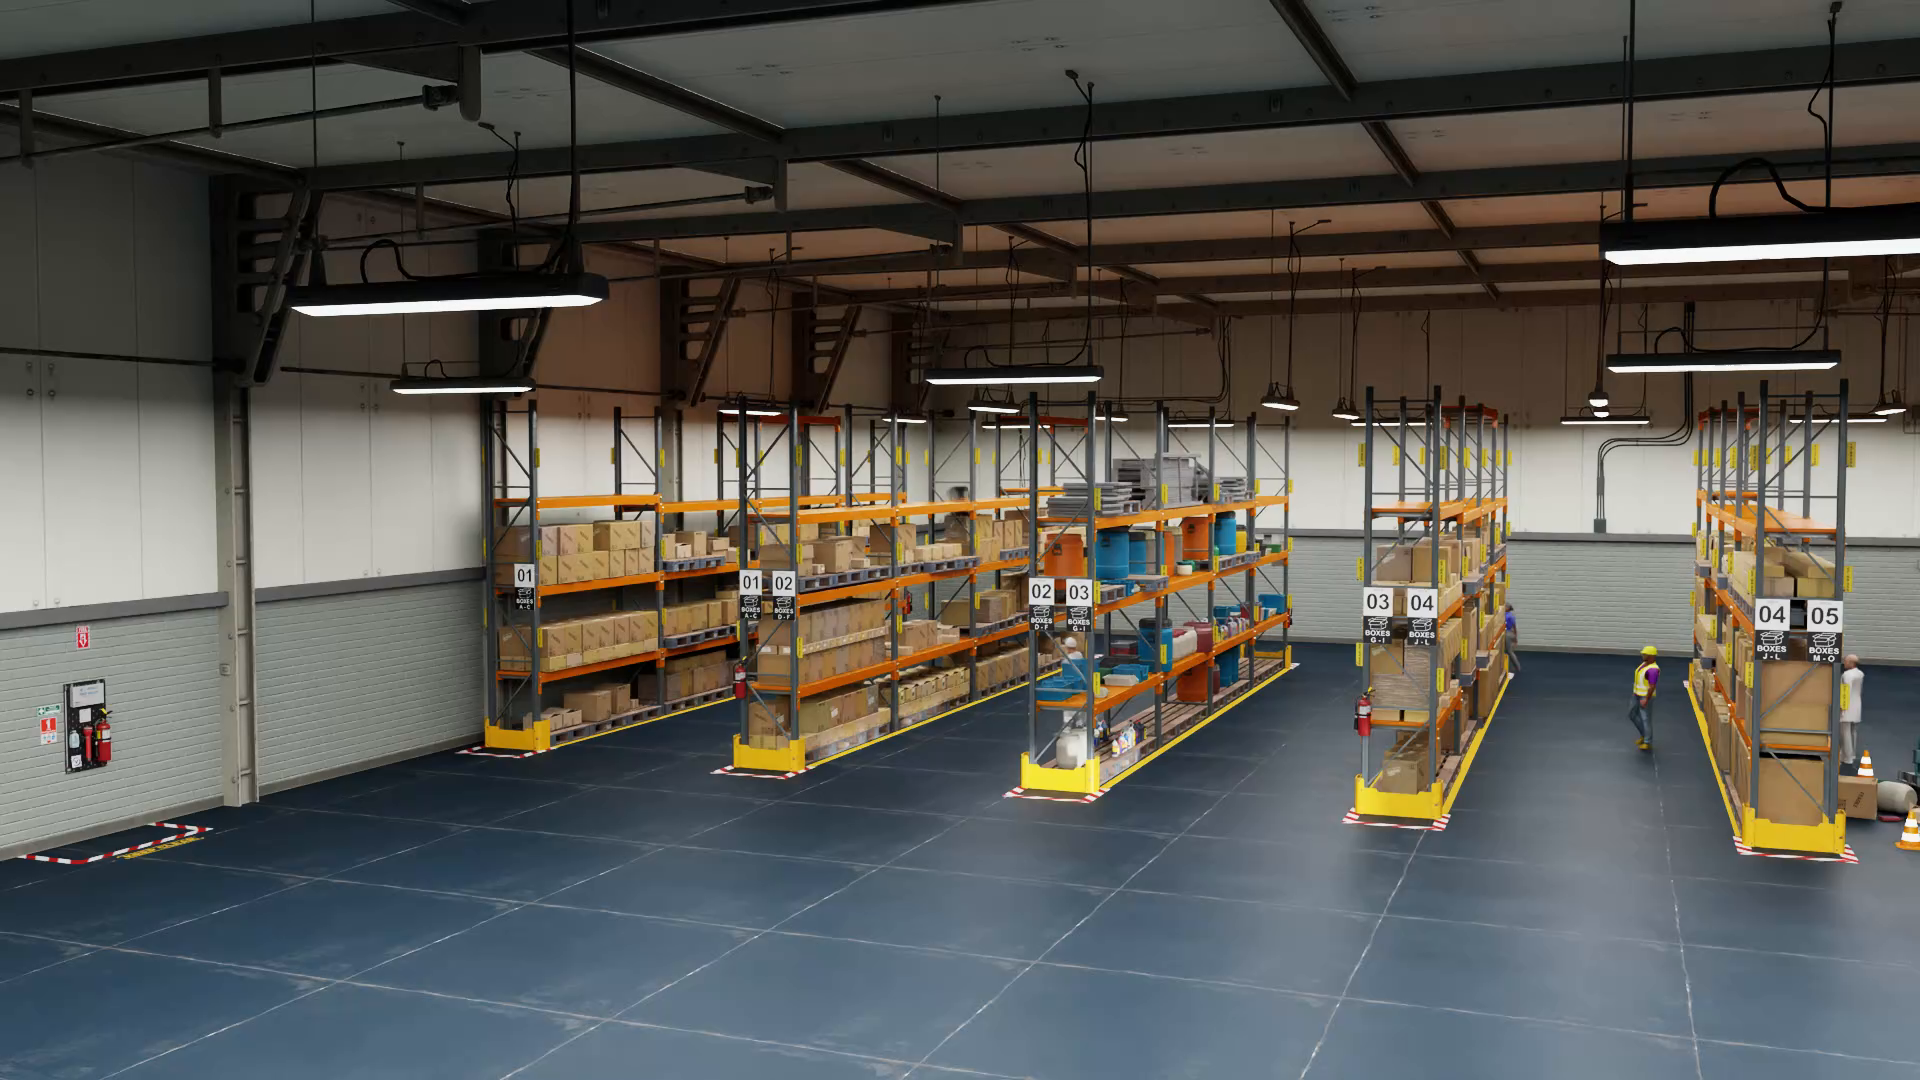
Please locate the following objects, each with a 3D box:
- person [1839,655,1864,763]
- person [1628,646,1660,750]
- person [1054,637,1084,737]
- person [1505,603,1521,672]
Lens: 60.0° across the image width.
[{"bbox_3d":[14.623,2.763,27.489,0.602,1.770,0.629,-1,3,-21],"label":"person"},{"bbox_3d":[11.801,2.704,28.690,0.445,1.767,0.678,0,3,-5],"label":"person"},{"bbox_3d":[1.986,2.632,29.936,0.457,1.792,0.654,1,3,27],"label":"person"},{"bbox_3d":[12.835,2.278,39.021,0.531,1.590,1.045,-2,3,-29],"label":"person"}]
